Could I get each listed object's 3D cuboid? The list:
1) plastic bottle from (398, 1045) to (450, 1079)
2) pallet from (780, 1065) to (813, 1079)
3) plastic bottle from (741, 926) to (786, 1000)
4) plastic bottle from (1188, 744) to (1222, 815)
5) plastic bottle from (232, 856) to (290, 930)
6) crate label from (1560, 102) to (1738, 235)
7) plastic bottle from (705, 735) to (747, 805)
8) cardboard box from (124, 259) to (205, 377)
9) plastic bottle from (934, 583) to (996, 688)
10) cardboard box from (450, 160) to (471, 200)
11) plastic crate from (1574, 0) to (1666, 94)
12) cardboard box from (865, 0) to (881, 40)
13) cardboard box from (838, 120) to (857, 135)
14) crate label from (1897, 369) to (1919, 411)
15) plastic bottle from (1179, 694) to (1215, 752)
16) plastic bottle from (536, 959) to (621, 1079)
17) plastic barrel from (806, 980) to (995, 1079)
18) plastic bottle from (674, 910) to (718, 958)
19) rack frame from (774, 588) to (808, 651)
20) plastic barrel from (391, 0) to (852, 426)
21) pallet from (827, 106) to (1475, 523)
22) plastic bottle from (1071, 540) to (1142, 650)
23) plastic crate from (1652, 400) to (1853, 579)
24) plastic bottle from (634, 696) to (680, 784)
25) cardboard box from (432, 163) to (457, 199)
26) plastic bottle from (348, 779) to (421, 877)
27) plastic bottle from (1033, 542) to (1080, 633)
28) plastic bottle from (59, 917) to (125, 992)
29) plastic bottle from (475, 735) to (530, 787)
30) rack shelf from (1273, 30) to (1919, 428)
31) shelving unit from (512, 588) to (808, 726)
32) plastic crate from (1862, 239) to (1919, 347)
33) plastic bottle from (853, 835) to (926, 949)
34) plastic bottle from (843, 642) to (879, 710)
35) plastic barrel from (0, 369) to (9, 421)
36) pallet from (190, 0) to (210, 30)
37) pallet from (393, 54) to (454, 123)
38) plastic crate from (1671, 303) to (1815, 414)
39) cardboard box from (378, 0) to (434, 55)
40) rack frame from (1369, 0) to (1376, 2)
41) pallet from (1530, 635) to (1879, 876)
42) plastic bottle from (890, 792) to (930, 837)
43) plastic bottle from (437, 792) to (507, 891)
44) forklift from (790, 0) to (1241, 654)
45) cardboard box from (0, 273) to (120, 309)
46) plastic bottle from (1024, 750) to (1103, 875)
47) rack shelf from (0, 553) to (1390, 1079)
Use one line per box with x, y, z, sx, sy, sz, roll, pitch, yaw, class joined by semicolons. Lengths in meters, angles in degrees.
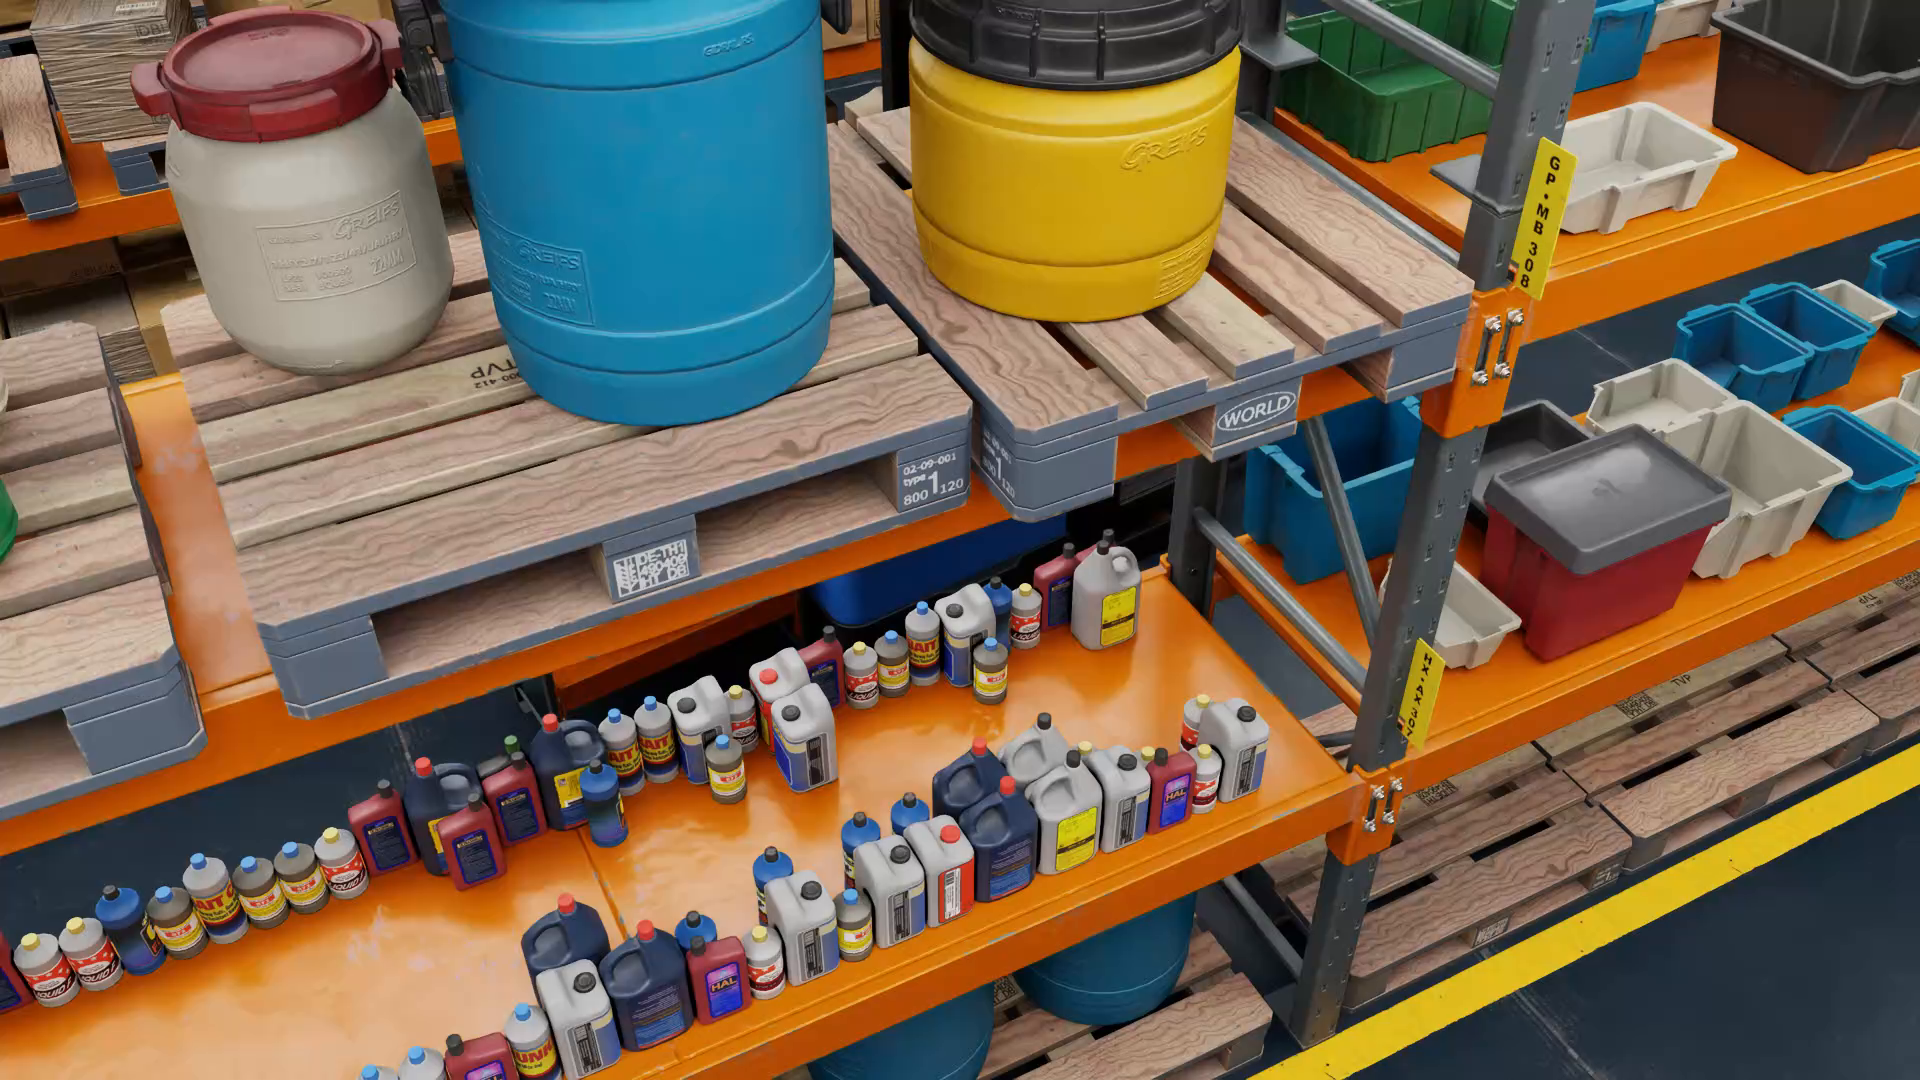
-1.157;1.191;3.621;0.097;0.271;0.097;0;40;0;plastic bottle
-0.865;1.824;4.931;1.213;0.211;1.003;-19;44;-21;pallet
-0.465;0.985;3.919;0.097;0.201;0.097;0;40;0;plastic bottle
0.632;0.616;4.355;0.097;0.201;0.097;0;40;0;plastic bottle
-1.717;0.853;4.074;0.097;0.201;0.097;0;40;0;plastic bottle
1.490;-0.838;3.801;0.466;0.136;0.293;-19;44;-21;crate label
-0.617;0.594;4.380;0.097;0.201;0.097;0;40;0;plastic bottle
-3.466;-0.951;7.646;0.500;0.500;0.500;-19;44;-21;cardboard box
0.011;0.263;4.713;0.135;0.276;0.152;-19;44;-21;plastic bottle
-2.372;-1.696;8.526;0.500;0.500;0.500;-18;43;-20;cardboard box
1.582;-1.349;4.330;0.300;0.233;0.416;-19;44;-21;plastic crate
-0.332;-2.841;8.208;0.500;0.500;0.500;-18;43;-20;cardboard box
-0.684;-2.211;9.407;0.250;0.149;0.380;-19;44;-21;cardboard box
3.331;-0.407;5.566;0.243;0.136;0.396;-19;44;-21;crate label
0.648;0.500;4.492;0.097;0.201;0.097;0;40;0;plastic bottle
-0.862;1.070;3.760;0.135;0.276;0.152;-19;44;-21;plastic bottle
-0.196;1.191;4.820;0.708;0.901;0.600;-19;44;-21;plastic barrel
-0.611;0.963;3.890;0.097;0.271;0.097;0;40;0;plastic bottle
-0.754;-0.054;6.444;0.032;1.125;0.500;-24;46;-25;rack frame
-0.521;-0.713;2.735;0.708;0.901;0.600;-19;44;-21;plastic barrel
0.272;-0.596;3.457;1.003;0.211;1.213;-19;44;-21;pallet
0.424;0.137;4.805;0.185;0.351;0.144;-19;44;-21;plastic bottle
2.362;-0.141;5.140;0.530;0.282;0.437;-19;44;-21;plastic crate
-0.807;0.520;4.413;0.097;0.271;0.097;0;40;0;plastic bottle
-2.791;-1.850;8.127;0.500;0.250;0.500;-19;44;-21;cardboard box
-1.450;0.719;4.169;0.133;0.283;0.061;-19;44;-21;plastic bottle
0.281;0.136;4.858;0.133;0.283;0.061;-19;44;-21;plastic bottle
-2.062;0.969;3.937;0.097;0.201;0.097;0;40;0;plastic bottle
-1.168;0.624;4.282;0.133;0.283;0.061;-19;44;-21;plastic bottle
2.696;-1.280;4.676;4.000;0.370;1.077;-19;44;-21;rack shelf
-1.174;0.131;6.225;1.048;1.125;0.538;-24;46;-25;shelving unit
3.515;-0.884;6.056;0.300;0.233;0.416;-19;44;-21;plastic crate
-0.169;0.837;4.036;0.135;0.276;0.152;-19;44;-21;plastic bottle
-0.277;0.369;4.646;0.097;0.201;0.097;0;40;0;plastic bottle
-1.742;-0.276;2.714;0.301;0.262;0.301;0;40;0;plastic barrel
-5.387;-3.786;11.559;1.213;0.211;1.003;-19;44;-21;pallet
-2.122;-2.403;7.916;1.213;0.211;1.003;-19;44;-21;pallet
2.665;-0.598;5.718;0.300;0.233;0.416;-19;44;-21;plastic crate
-2.467;-2.596;7.593;0.500;0.500;0.700;-12;42;-14;cardboard box
2.185;-3.846;9.472;0.127;3.000;1.000;-19;44;-21;rack frame
2.640;0.643;6.327;1.213;0.211;1.003;-19;44;-21;pallet
-0.124;0.732;4.163;0.097;0.271;0.097;0;40;0;plastic bottle
-1.220;0.746;4.137;0.133;0.283;0.061;-19;44;-21;plastic bottle
0.521;-1.347;6.573;3.031;2.935;1.130;-24;46;-25;forklift
-4.189;-1.086;7.806;0.500;0.500;0.500;-17;43;-19;cardboard box
0.258;0.668;4.178;0.185;0.351;0.144;-19;44;-21;plastic bottle
-0.852;1.058;4.235;4.000;0.370;1.077;-19;44;-21;rack shelf
